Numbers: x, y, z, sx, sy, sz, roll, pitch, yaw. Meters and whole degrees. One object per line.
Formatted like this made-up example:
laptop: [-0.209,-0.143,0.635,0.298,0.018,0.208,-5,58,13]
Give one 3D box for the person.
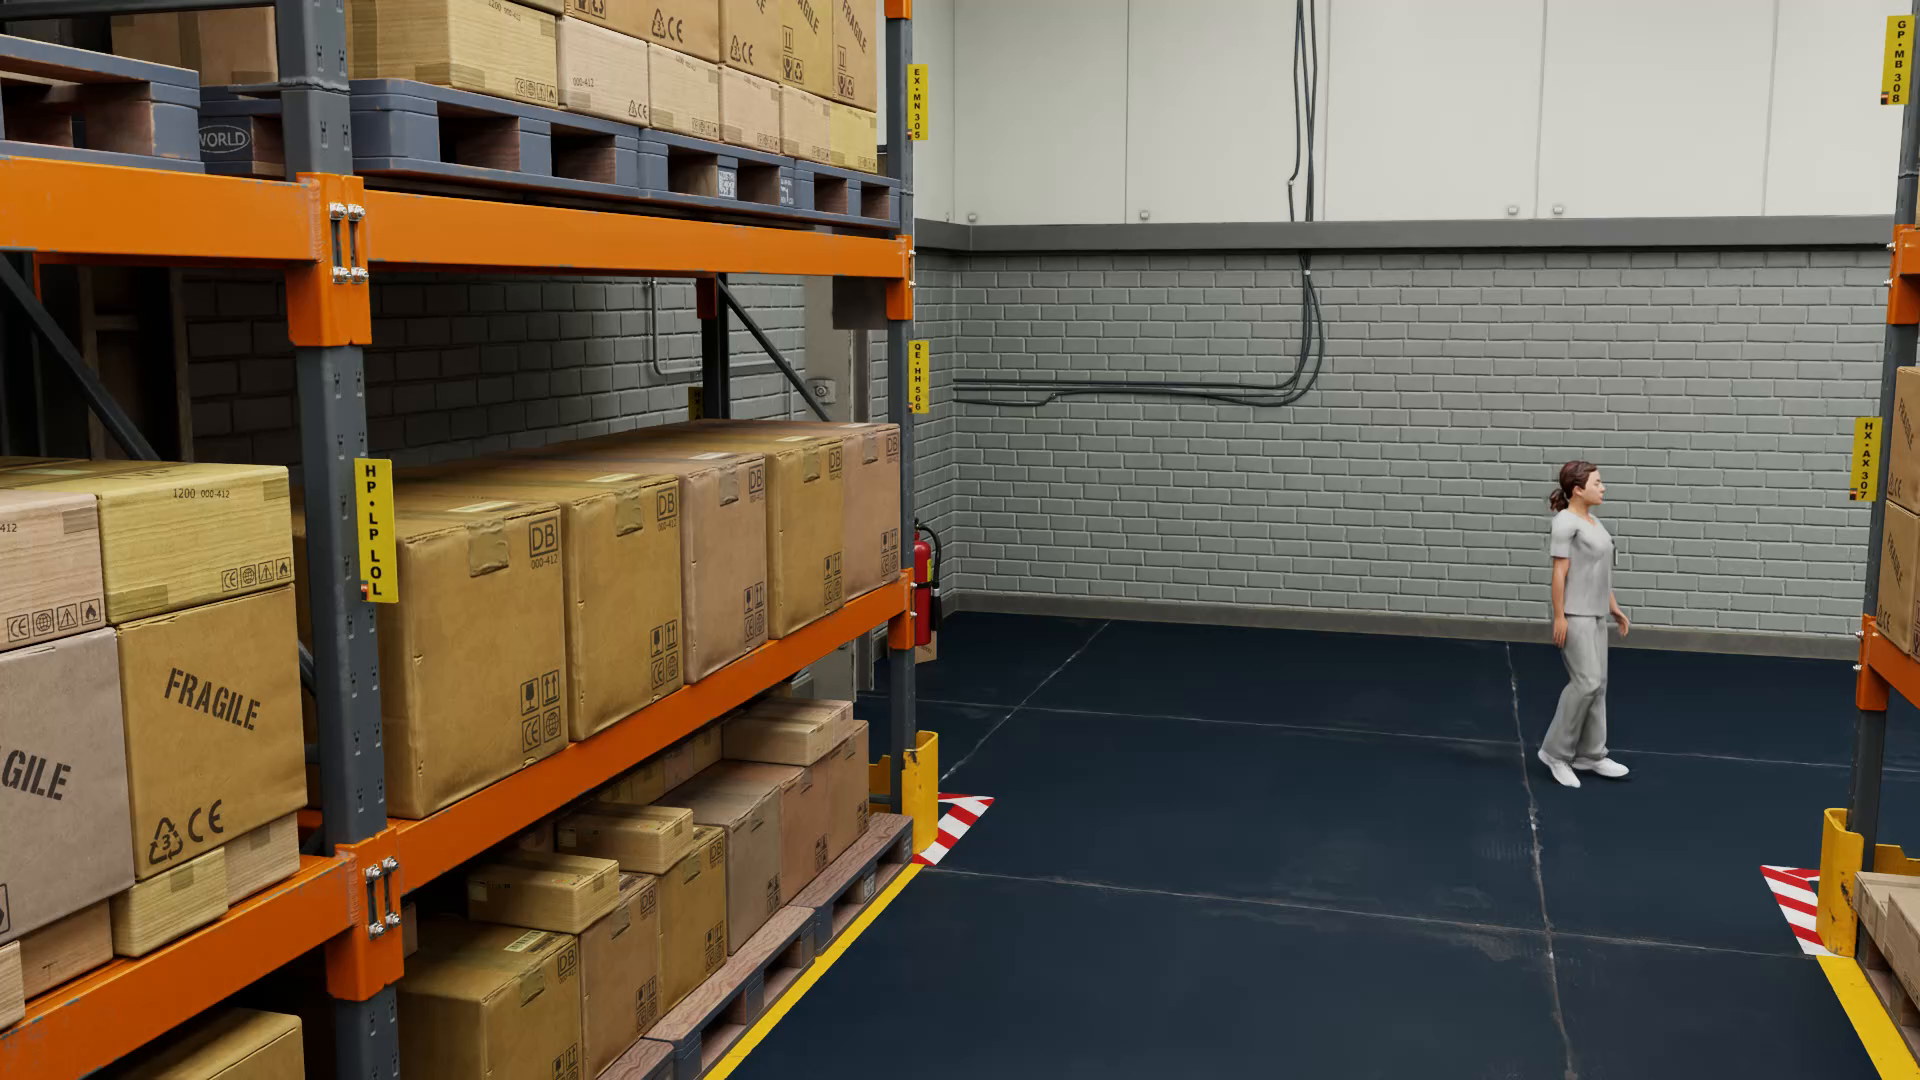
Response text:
person: [3.333,0.451,8.844,0.487,1.702,0.486,8,12,44]
